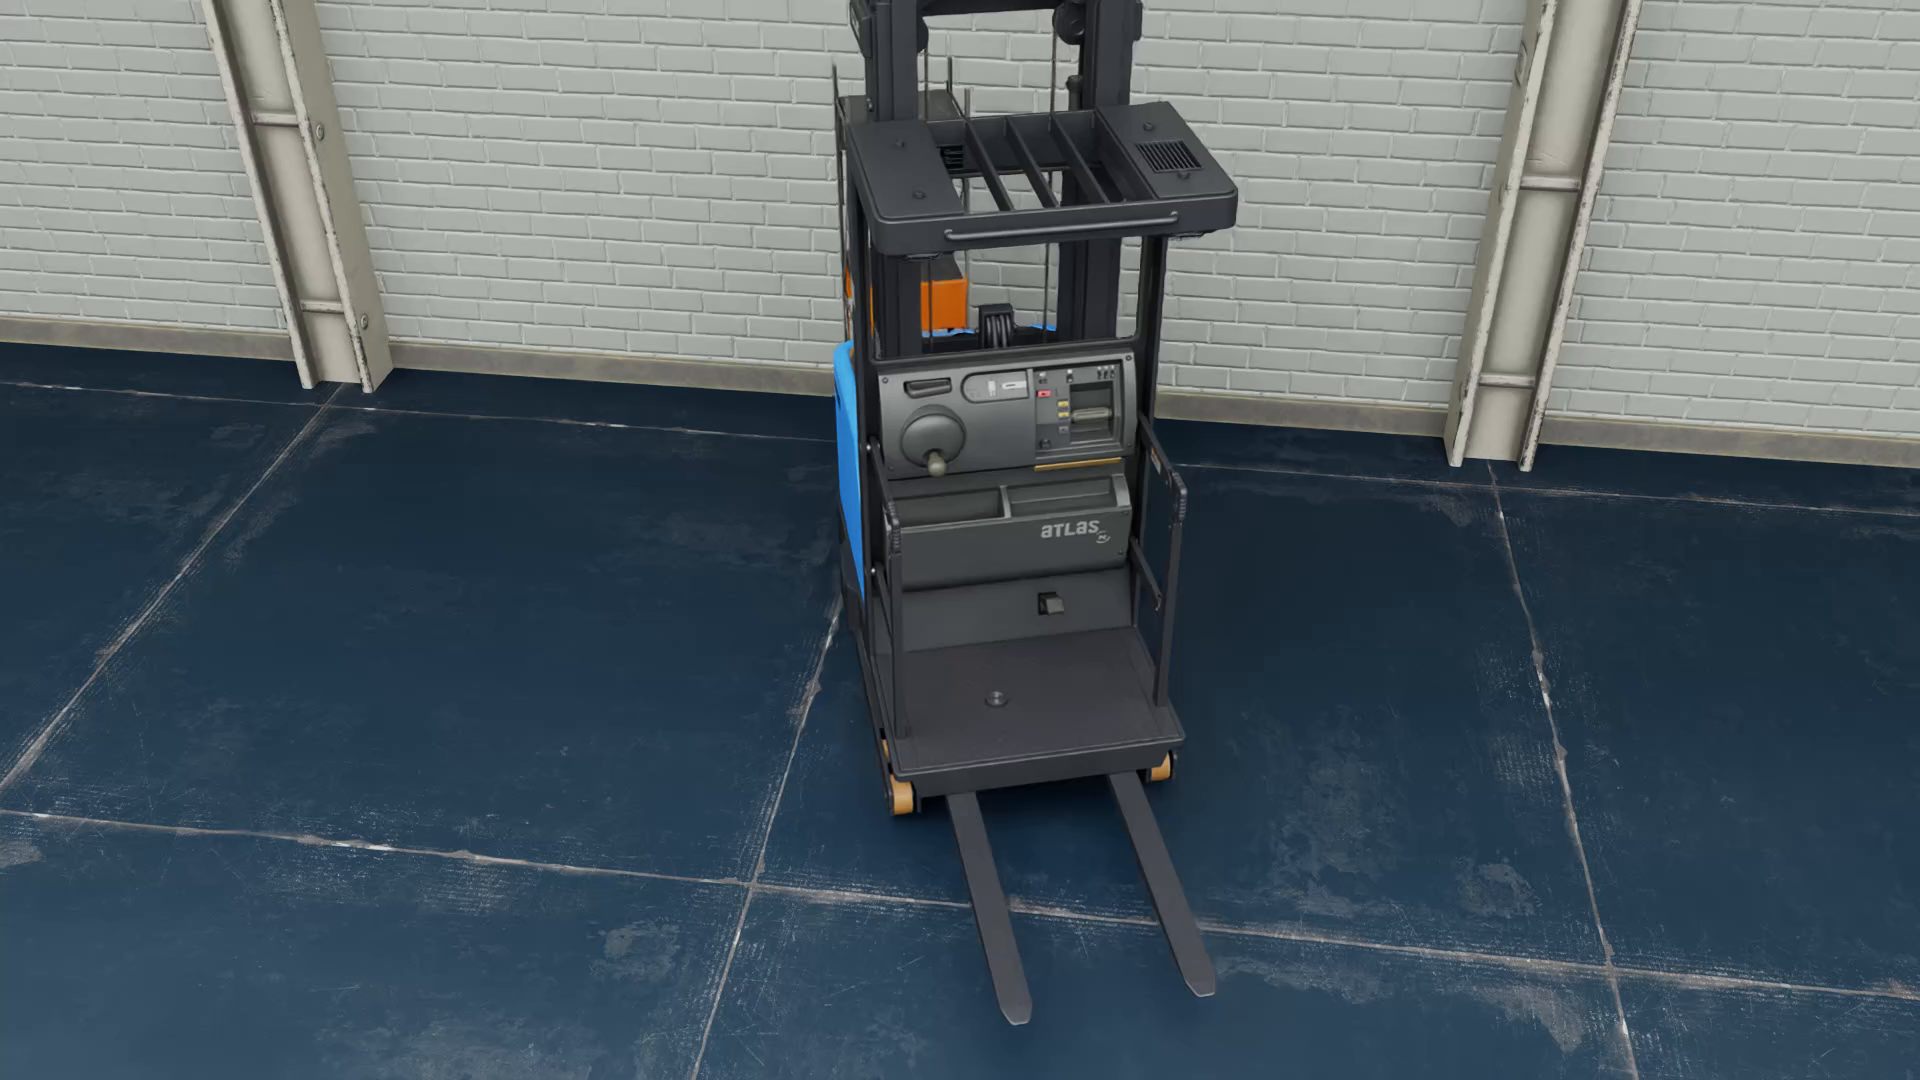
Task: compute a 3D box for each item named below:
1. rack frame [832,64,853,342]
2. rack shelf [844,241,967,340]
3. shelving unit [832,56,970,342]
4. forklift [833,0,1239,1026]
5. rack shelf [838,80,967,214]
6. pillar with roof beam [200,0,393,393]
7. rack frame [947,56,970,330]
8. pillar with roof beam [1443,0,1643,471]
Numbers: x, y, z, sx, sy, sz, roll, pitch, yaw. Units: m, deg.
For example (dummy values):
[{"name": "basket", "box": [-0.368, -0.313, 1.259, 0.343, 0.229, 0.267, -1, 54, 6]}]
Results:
[{"name": "rack frame", "box": [-0.485, -1.007, 7.353, 0.015, 2.100, 0.400, -7, 36, -9]}, {"name": "rack shelf", "box": [-0.246, -1.023, 7.400, 0.480, 0.518, 0.431, -7, 36, -9]}, {"name": "shelving unit", "box": [-0.246, -1.035, 7.392, 0.503, 2.100, 0.431, -7, 36, -9]}, {"name": "forklift", "box": [0.216, -0.386, 5.768, 1.130, 2.935, 3.031, -6, 36, -8]}, {"name": "rack shelf", "box": [-0.246, -1.593, 6.993, 0.480, 0.518, 0.431, -7, 36, -9]}, {"name": "pillar with roof beam", "box": [-3.850, -2.069, 2.903, 0.400, 9.000, 9.100, 4, 36, 6]}, {"name": "rack frame", "box": [-0.007, -1.062, 7.431, 0.015, 2.100, 0.400, -7, 36, -9]}, {"name": "pillar with roof beam", "box": [2.101, -1.625, 2.281, 0.400, 9.000, 9.100, 4, 36, 6]}]
